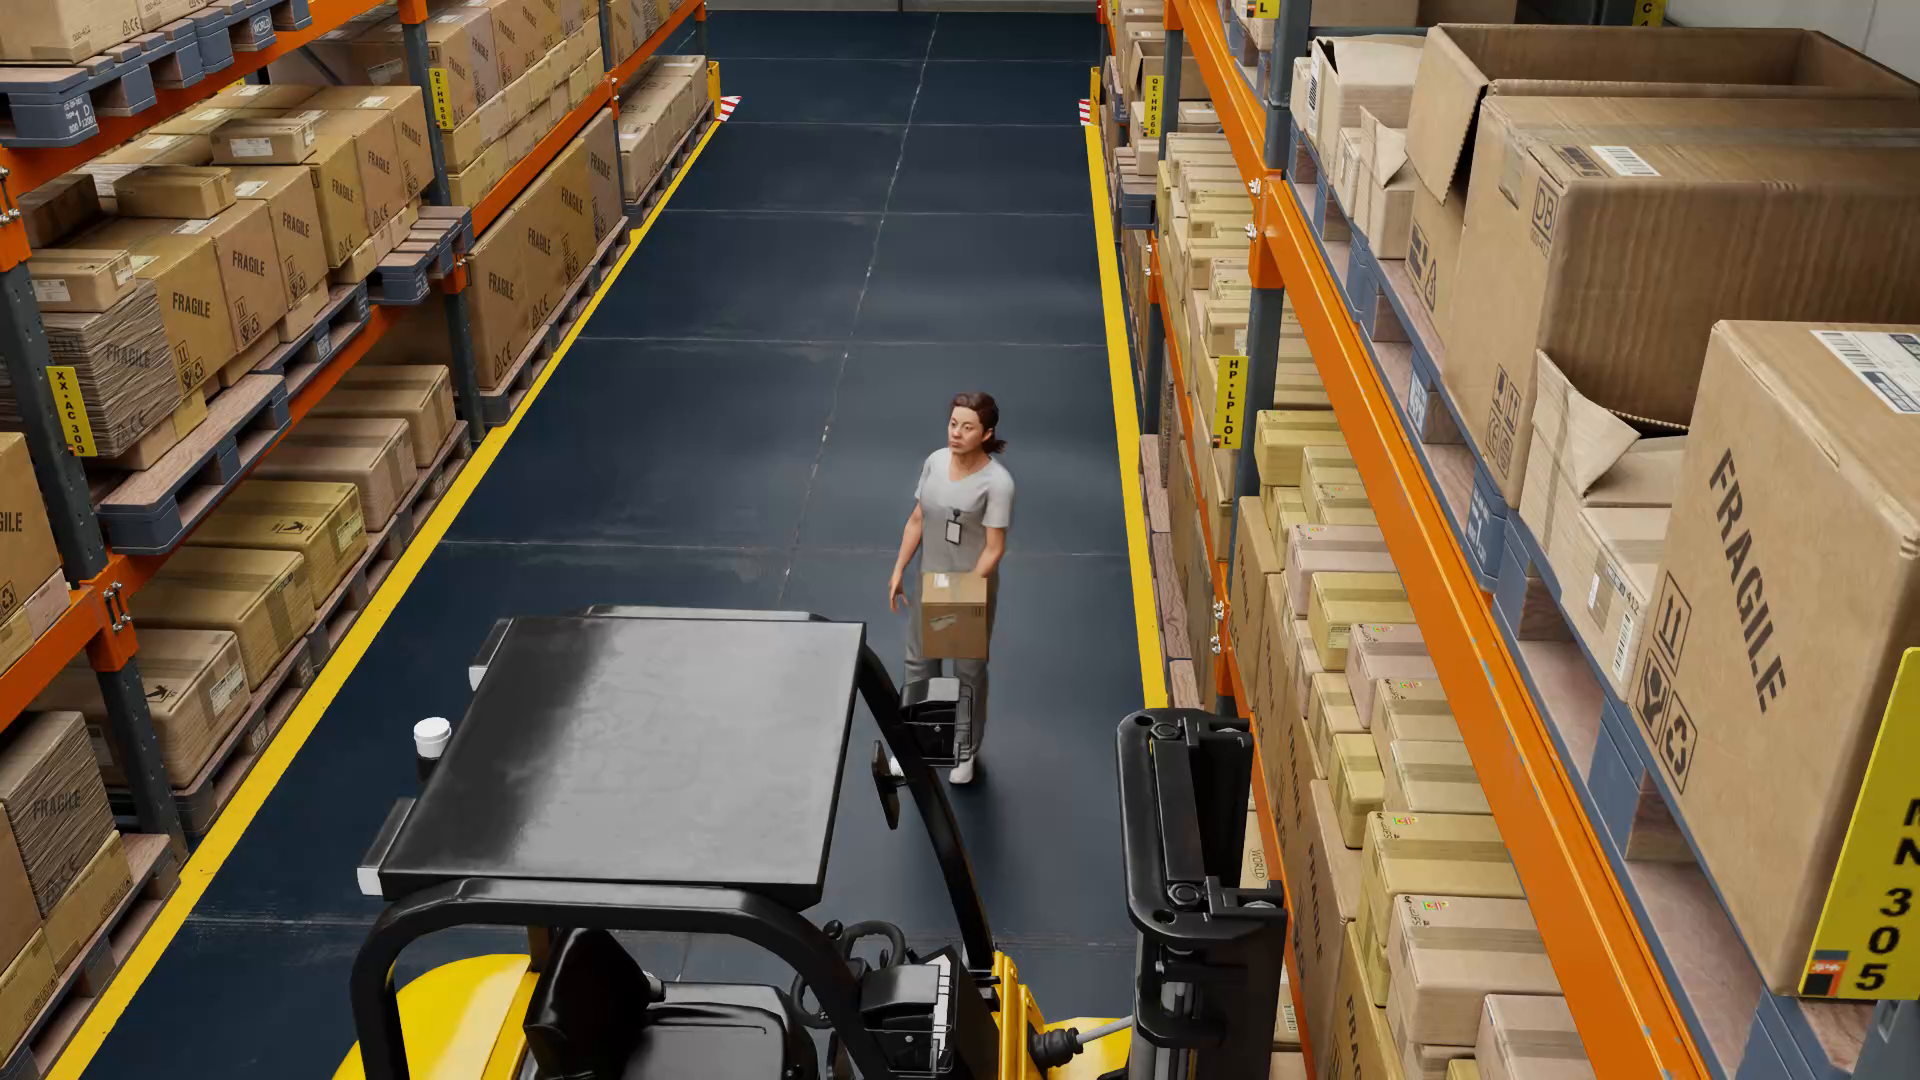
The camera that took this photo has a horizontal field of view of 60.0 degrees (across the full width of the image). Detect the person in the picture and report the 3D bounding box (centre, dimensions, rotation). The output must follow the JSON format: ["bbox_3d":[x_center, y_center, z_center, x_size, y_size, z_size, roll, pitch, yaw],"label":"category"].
[{"bbox_3d":[-0.031,0.208,6.724,0.484,1.673,0.519,19,33,31],"label":"person"}]
